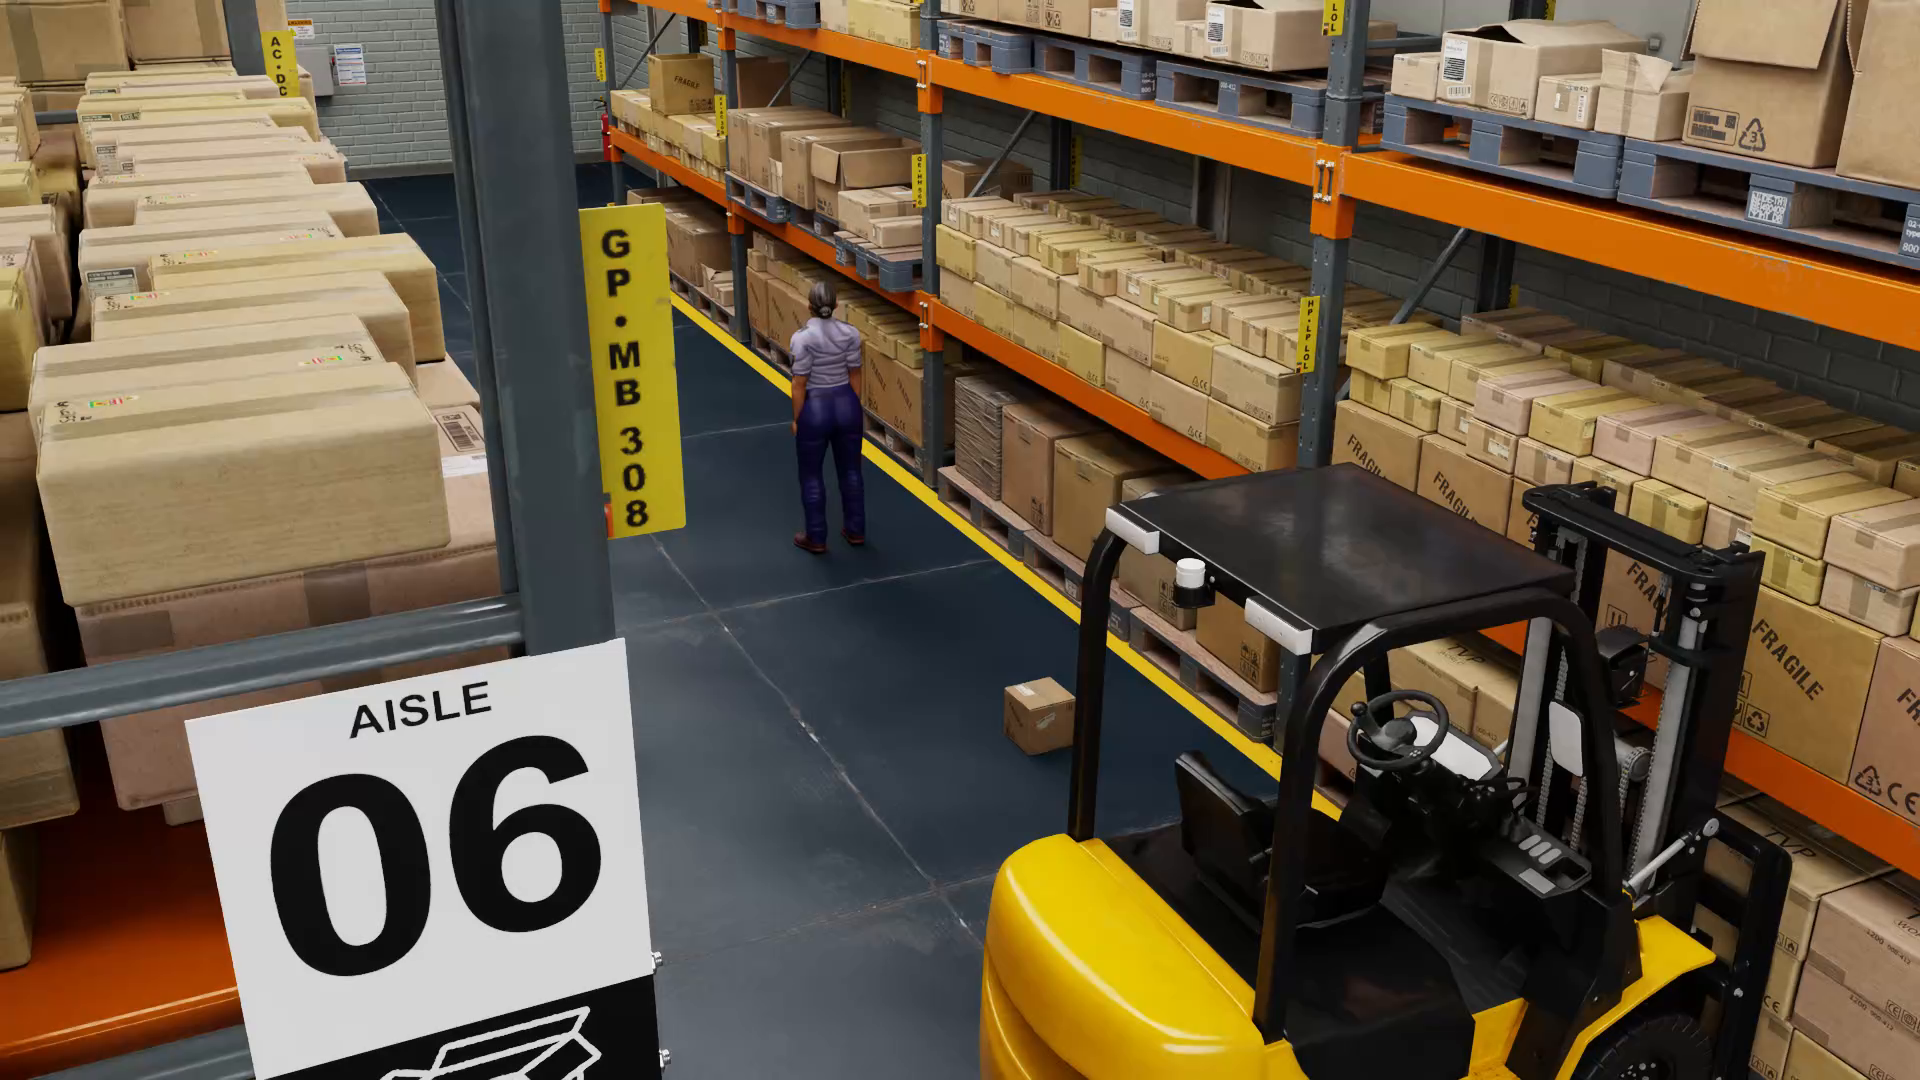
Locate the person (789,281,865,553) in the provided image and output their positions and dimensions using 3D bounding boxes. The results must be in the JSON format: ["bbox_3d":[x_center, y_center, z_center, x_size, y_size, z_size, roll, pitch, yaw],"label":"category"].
[{"bbox_3d":[-0.791,-0.726,9.908,0.480,1.632,0.364,-11,25,-26],"label":"person"}]
